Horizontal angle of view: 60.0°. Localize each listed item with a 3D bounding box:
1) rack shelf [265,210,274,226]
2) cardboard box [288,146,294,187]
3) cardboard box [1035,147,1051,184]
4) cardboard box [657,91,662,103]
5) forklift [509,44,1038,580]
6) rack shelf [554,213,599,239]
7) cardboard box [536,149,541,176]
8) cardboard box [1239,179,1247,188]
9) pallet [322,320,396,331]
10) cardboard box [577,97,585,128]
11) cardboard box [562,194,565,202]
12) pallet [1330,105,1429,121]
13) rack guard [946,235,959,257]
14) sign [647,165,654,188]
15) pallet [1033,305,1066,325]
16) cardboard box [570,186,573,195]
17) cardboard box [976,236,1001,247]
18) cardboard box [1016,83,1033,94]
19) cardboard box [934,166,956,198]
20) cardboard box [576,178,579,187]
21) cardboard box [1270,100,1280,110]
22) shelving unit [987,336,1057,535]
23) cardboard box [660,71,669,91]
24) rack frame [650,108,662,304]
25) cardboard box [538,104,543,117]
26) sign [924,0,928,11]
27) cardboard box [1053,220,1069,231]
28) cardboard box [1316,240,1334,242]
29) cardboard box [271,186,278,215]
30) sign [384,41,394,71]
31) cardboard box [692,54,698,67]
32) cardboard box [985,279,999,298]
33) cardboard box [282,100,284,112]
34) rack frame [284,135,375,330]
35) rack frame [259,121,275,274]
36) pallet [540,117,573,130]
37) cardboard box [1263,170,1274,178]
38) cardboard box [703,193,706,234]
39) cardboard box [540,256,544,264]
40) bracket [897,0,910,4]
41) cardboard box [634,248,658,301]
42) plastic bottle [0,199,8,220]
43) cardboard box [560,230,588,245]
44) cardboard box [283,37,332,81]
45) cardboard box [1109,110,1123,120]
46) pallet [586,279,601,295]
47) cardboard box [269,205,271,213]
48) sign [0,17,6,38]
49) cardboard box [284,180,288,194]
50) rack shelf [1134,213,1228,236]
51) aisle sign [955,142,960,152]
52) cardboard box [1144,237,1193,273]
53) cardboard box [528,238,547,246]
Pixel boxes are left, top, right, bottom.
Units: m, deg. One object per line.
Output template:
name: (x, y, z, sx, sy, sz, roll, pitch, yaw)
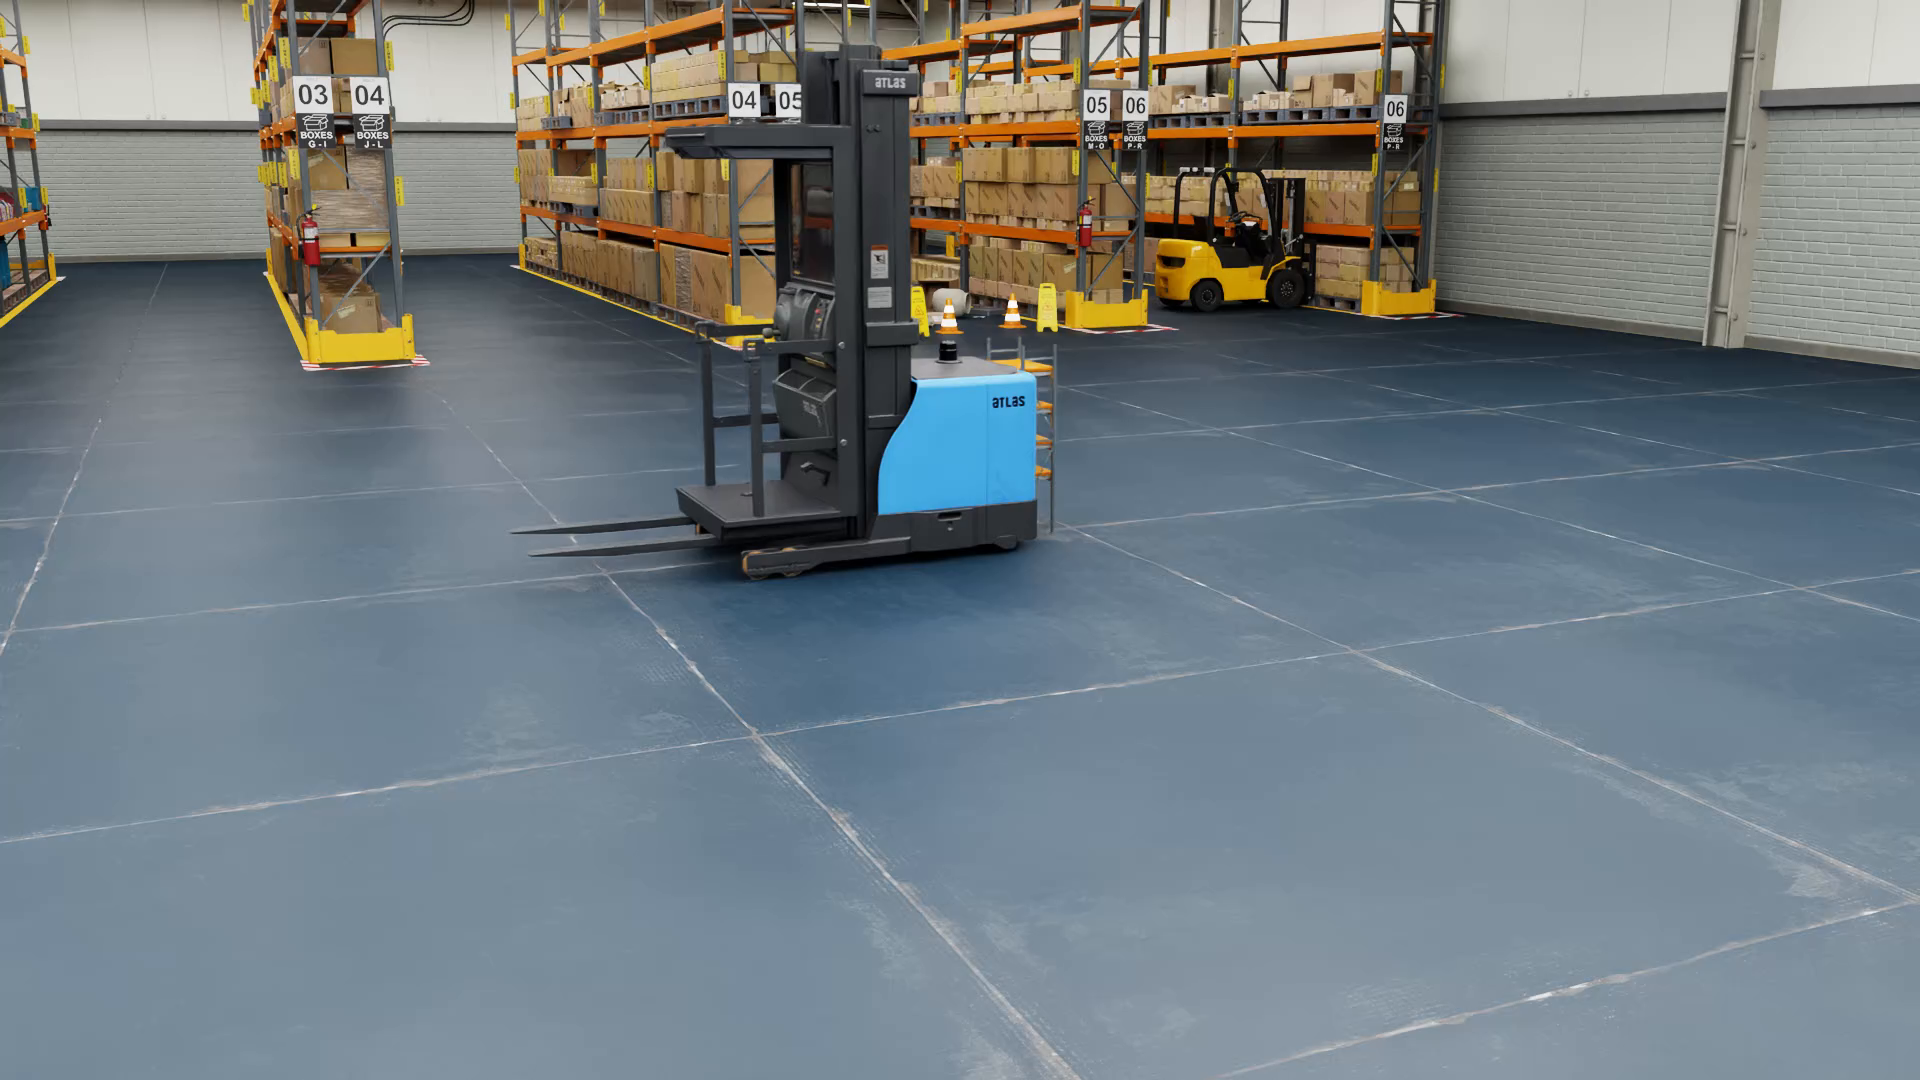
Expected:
rack shelf: (-12.597, -6.107, 31.699, 1.077, 0.370, 4.000, -6, 14, -23)
cardboard box: (-8.243, -4.750, 21.140, 0.500, 0.500, 0.500, -6, 14, -23)
cardboard box: (1.490, -5.332, 23.656, 0.700, 0.500, 0.500, -5, 14, -22)
cardboard box: (-4.066, -6.251, 23.480, 0.380, 0.149, 0.250, -6, 14, -23)
forklift: (-1.091, -1.336, 9.641, 3.031, 2.935, 1.130, -6, 14, -23)
rack shelf: (-6.410, -5.708, 29.974, 1.077, 0.370, 4.000, -6, 14, -23)
cardboard box: (-8.051, -7.438, 32.756, 0.500, 0.500, 0.500, -5, 14, -21)
cardboard box: (4.922, -6.011, 28.027, 0.380, 0.149, 0.250, -6, 14, -24)
pallet: (-7.798, -2.645, 21.329, 1.003, 0.211, 1.213, -6, 14, -23)
cardboard box: (-6.282, -7.352, 28.609, 0.500, 0.500, 0.500, -6, 14, -23)
cardboard box: (-6.947, -6.161, 29.964, 0.380, 0.149, 0.250, -6, 14, -24)
pallet: (6.378, -6.476, 25.241, 1.003, 0.211, 1.213, -6, 14, -23)
rack guard: (0.259, -6.981, 39.425, 1.175, 0.500, 0.348, -6, 14, -23)
sign: (-4.500, -5.293, 24.194, 0.100, 0.325, 0.005, -6, 14, -23)
pallet: (1.767, -3.288, 24.109, 1.003, 0.211, 1.213, -6, 14, -23)
cardboard box: (-6.637, -6.145, 29.236, 0.380, 0.149, 0.250, -6, 14, -23)
cardboard box: (0.473, -4.655, 25.896, 0.380, 0.149, 0.250, -5, 14, -22)
cardboard box: (1.040, -6.544, 24.130, 0.380, 0.149, 0.250, -5, 14, -22)
cardboard box: (-0.106, -5.862, 27.231, 0.500, 0.500, 0.500, -6, 14, -23)
cardboard box: (-6.429, -6.183, 28.738, 0.380, 0.149, 0.250, -5, 14, -21)
cardboard box: (5.245, -7.049, 26.925, 0.380, 0.149, 0.250, -5, 14, -21)
shelving unit: (0.385, -0.664, 10.579, 0.258, 1.200, 0.503, -6, 14, -24)
cardboard box: (-3.864, -6.375, 23.127, 0.500, 0.250, 0.500, -6, 14, -23)
rack frame: (-4.006, -4.818, 24.536, 1.000, 3.000, 0.127, -6, 14, -23)
cardboard box: (-7.827, -8.284, 32.082, 0.500, 0.250, 0.500, -6, 14, -25)
sign: (-0.620, -9.580, 29.559, 0.100, 0.325, 0.005, -6, 14, -23)
cardboard box: (1.542, -4.438, 23.449, 0.380, 0.149, 0.250, -6, 14, -24)
cardboard box: (5.817, -4.794, 27.382, 0.500, 0.250, 0.500, -6, 14, -23)
cardboard box: (-11.841, -5.975, 29.313, 0.500, 0.500, 0.500, -6, 14, -23)
sign: (-6.492, -5.501, 18.895, 0.100, 0.325, 0.005, -6, 14, -23)
cardboard box: (-3.255, -6.221, 21.582, 0.380, 0.149, 0.250, -6, 14, -23)
cardboard box: (0.702, -3.896, 25.717, 0.500, 0.250, 0.500, -5, 14, -20)
cardboard box: (-8.429, -5.555, 21.398, 0.500, 0.250, 0.500, -6, 14, -23)
rack frame: (-8.592, -4.391, 22.691, 1.000, 3.000, 0.127, -6, 14, -23)
rack frame: (-13.398, -6.871, 33.403, 1.000, 3.000, 0.127, -6, 14, -23)
pallet: (-7.061, -7.704, 30.768, 1.213, 0.211, 1.003, -6, 14, -23)
cardboard box: (5.198, -5.992, 27.288, 0.380, 0.149, 0.250, -5, 14, -22)
cardboard box: (-2.944, -4.376, 22.294, 0.875, 0.550, 0.550, -6, 14, -23)
cardboard box: (-8.265, -5.658, 33.554, 0.380, 0.149, 0.250, -6, 14, -23)
bracket: (-1.467, -14.073, 43.235, 0.235, 0.232, 0.430, -6, 14, -23)
cardboard box: (-4.337, -4.047, 25.262, 1.050, 0.750, 0.750, -6, 14, -23)
plastic bottle: (-15.592, -5.374, 27.047, 0.144, 0.351, 0.185, -6, 14, -23)
cardboard box: (-7.157, -5.647, 31.065, 0.500, 0.250, 0.500, -6, 14, -25)
cardboard box: (-7.842, -5.761, 19.966, 0.500, 0.500, 0.500, -6, 14, -23)
cardboard box: (2.256, -5.897, 23.101, 0.380, 0.149, 0.250, -6, 14, -23)
pallet: (-5.920, -4.448, 29.120, 1.003, 0.211, 1.213, -6, 14, -23)
cardboard box: (-12.631, -6.168, 30.924, 0.380, 0.149, 0.250, -5, 14, -22)
sign: (-15.830, -8.467, 27.460, 0.100, 0.325, 0.005, -6, 14, -23)
cardboard box: (-9.371, -4.996, 24.143, 0.797, 0.503, 0.637, -4, 14, -17)
rack shelf: (4.234, -5.798, 30.365, 1.077, 0.370, 4.000, -6, 14, -23)
aisle sign: (-0.068, -9.469, 38.864, 0.394, 0.787, 0.004, -6, 14, -23)
cardboard box: (3.939, -5.345, 31.148, 0.875, 0.625, 0.625, -5, 14, -21)
cardboard box: (-8.711, -6.155, 34.381, 0.380, 0.149, 0.250, -6, 14, -23)
